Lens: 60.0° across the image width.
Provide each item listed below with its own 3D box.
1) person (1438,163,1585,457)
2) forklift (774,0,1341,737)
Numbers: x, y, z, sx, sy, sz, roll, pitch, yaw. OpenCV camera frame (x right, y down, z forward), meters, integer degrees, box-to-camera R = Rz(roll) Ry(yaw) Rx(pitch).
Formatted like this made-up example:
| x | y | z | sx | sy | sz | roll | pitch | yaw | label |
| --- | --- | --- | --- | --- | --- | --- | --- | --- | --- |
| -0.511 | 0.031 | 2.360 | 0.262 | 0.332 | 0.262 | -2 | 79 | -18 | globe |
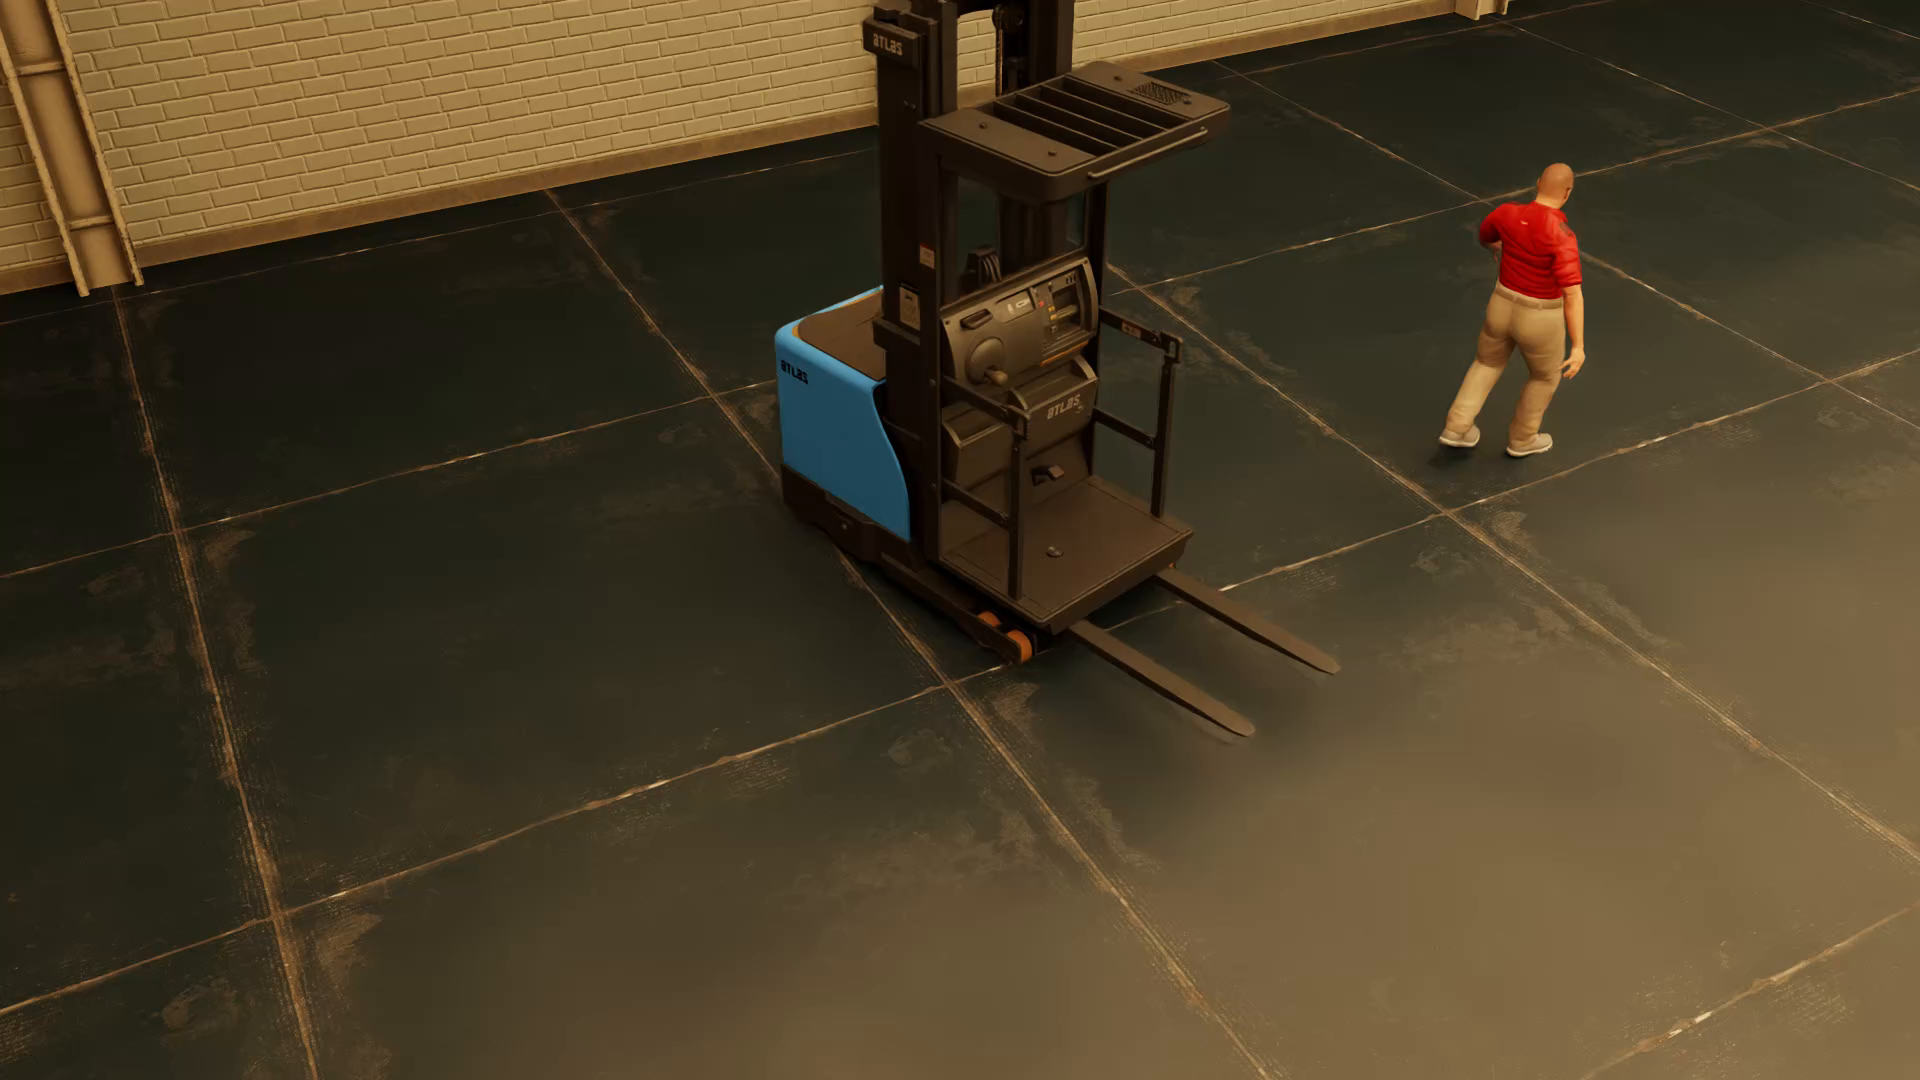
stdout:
| x | y | z | sx | sy | sz | roll | pitch | yaw | label |
| --- | --- | --- | --- | --- | --- | --- | --- | --- | --- |
| 3.035 | -1.193 | 8.880 | 0.730 | 1.709 | 0.909 | -26 | 43 | -31 | person |
| 0.430 | -0.944 | 7.458 | 1.130 | 2.935 | 3.031 | -29 | 44 | -34 | forklift |
